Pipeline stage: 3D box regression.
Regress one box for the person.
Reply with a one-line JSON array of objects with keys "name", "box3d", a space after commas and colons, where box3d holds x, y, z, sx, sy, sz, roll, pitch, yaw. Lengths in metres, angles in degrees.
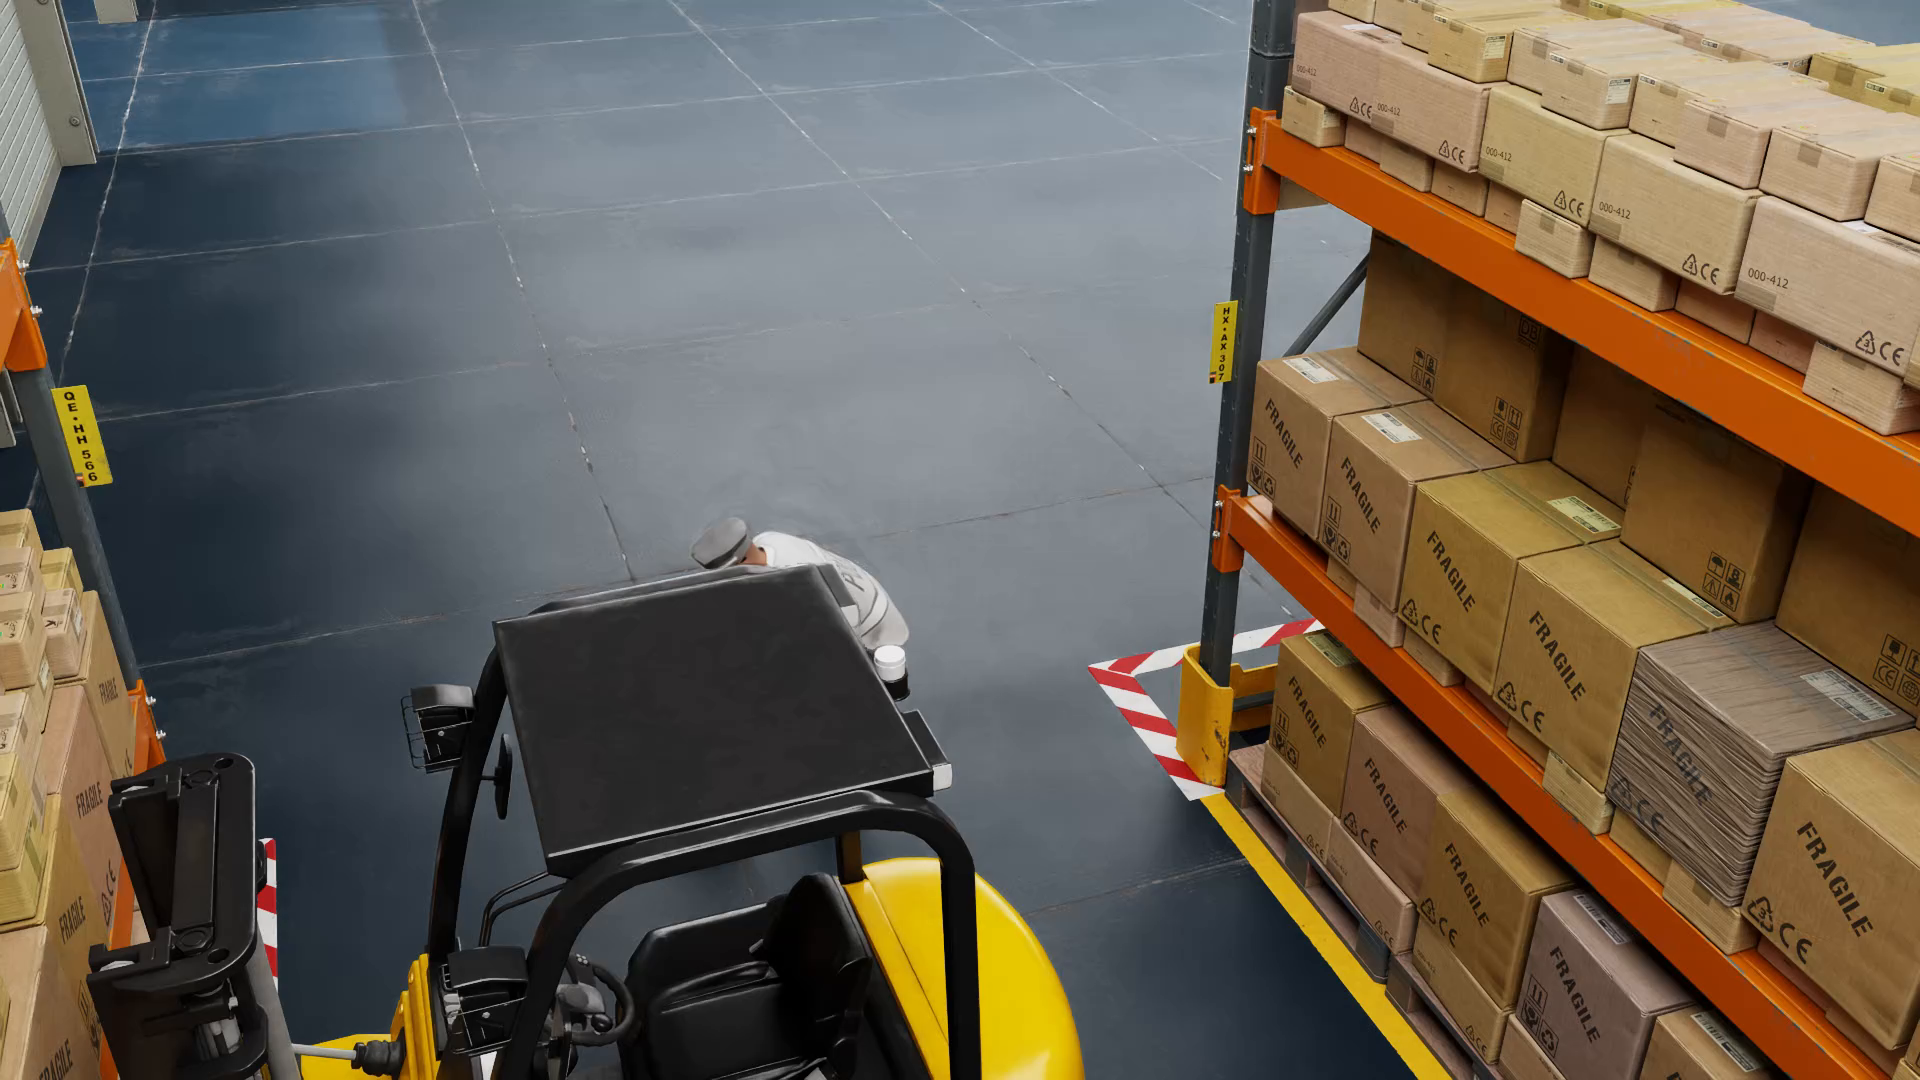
[{"name": "person", "box3d": [-0.627, 0.469, 6.736, 0.851, 1.324, 0.589, -10, 31, -18]}]
